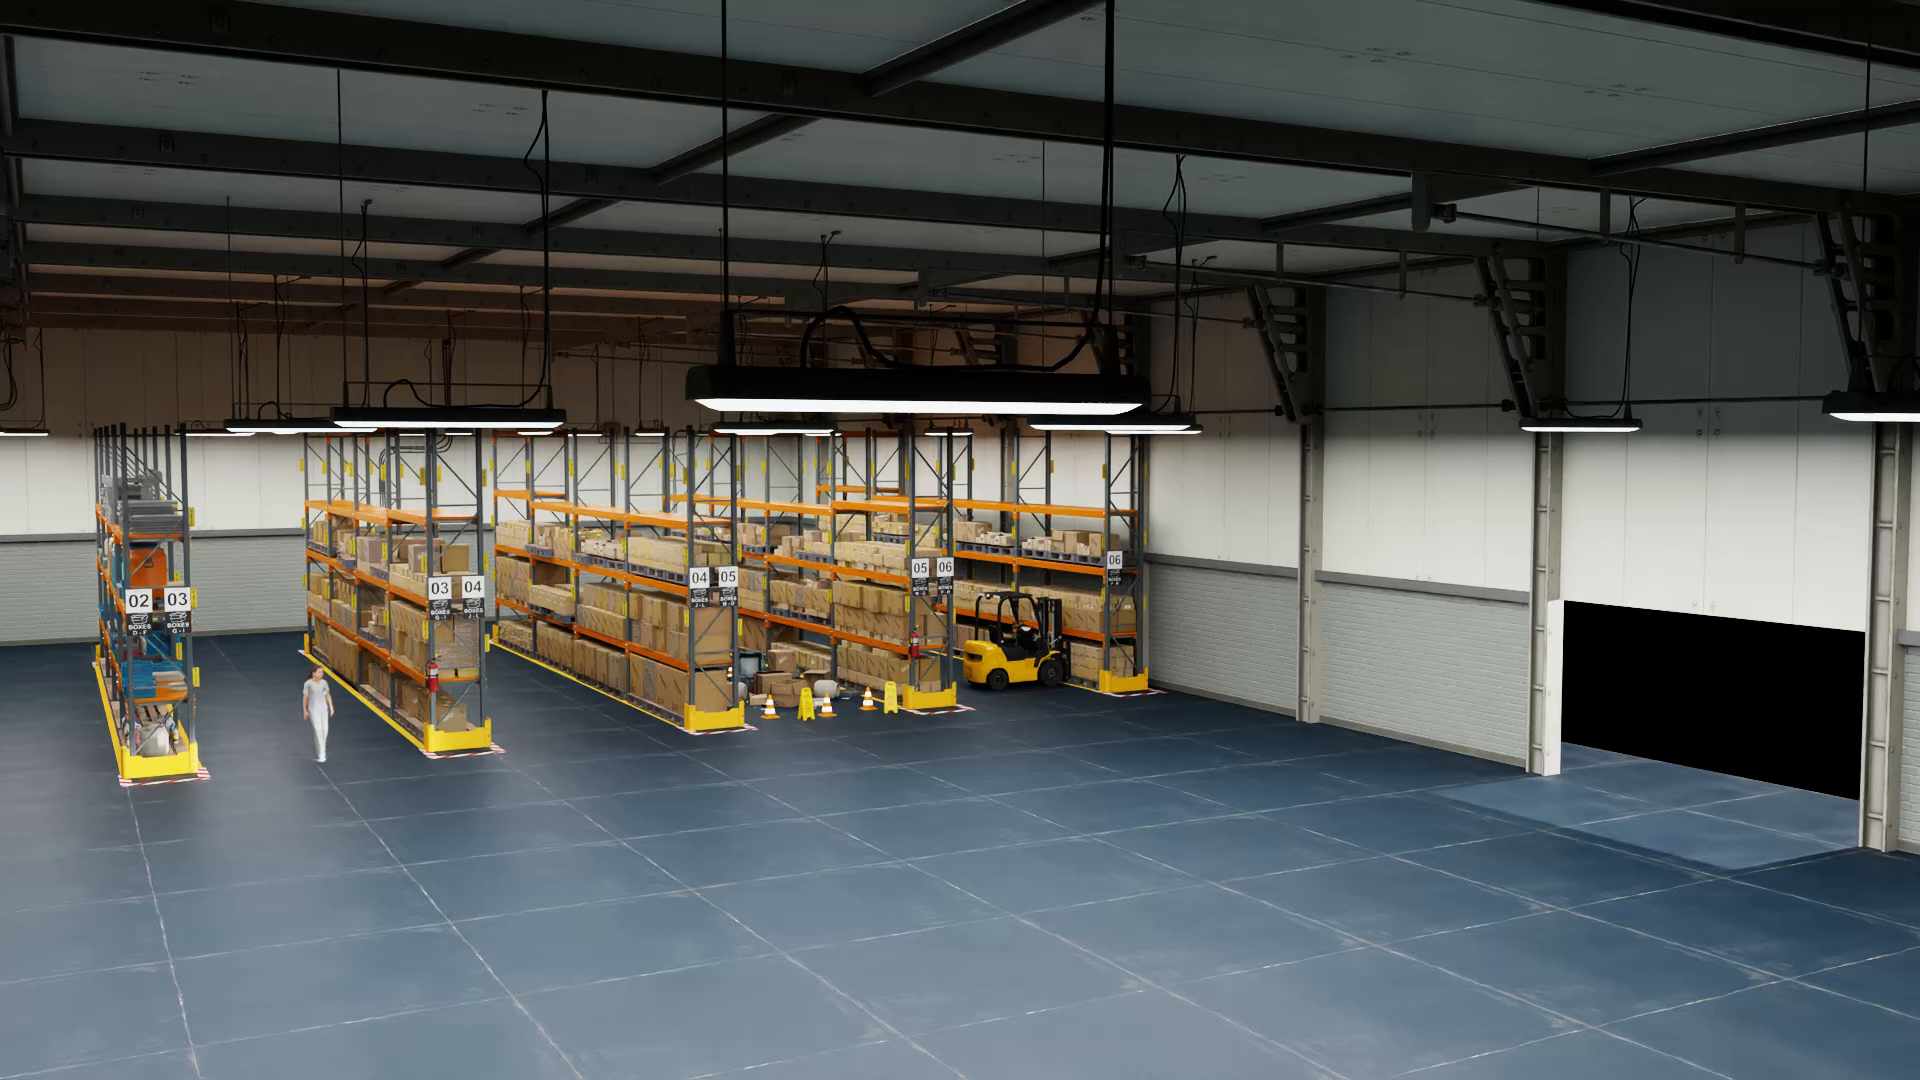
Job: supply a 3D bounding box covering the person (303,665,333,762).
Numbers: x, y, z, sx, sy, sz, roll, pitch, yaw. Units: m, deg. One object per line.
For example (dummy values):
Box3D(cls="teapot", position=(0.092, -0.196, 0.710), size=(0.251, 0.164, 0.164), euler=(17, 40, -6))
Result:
Box3D(cls="person", position=(-11.454, 3.092, 29.815), size=(0.690, 1.687, 0.462), euler=(3, 4, 39))
